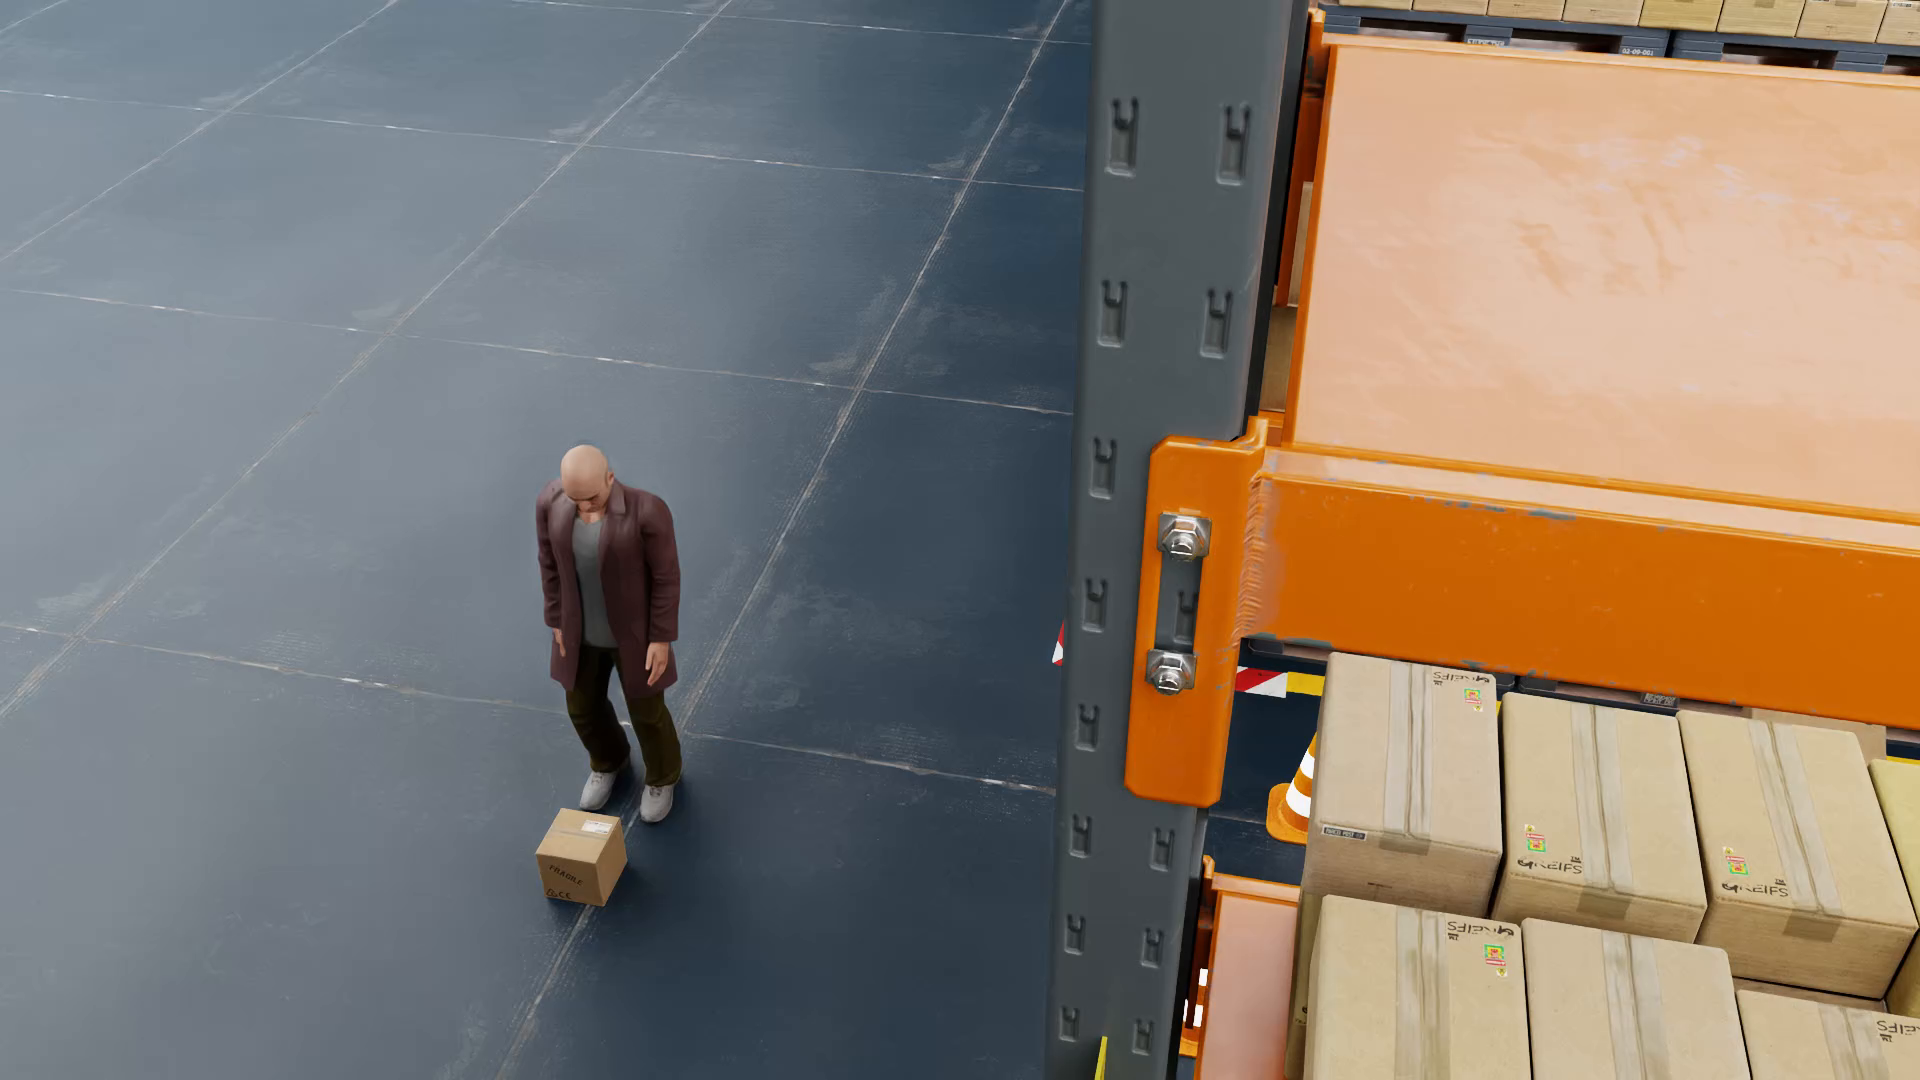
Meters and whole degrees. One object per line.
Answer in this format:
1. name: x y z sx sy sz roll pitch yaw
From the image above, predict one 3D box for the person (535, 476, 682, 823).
1. person: -1.352 0.424 6.568 0.575 1.587 0.384 8 37 11
